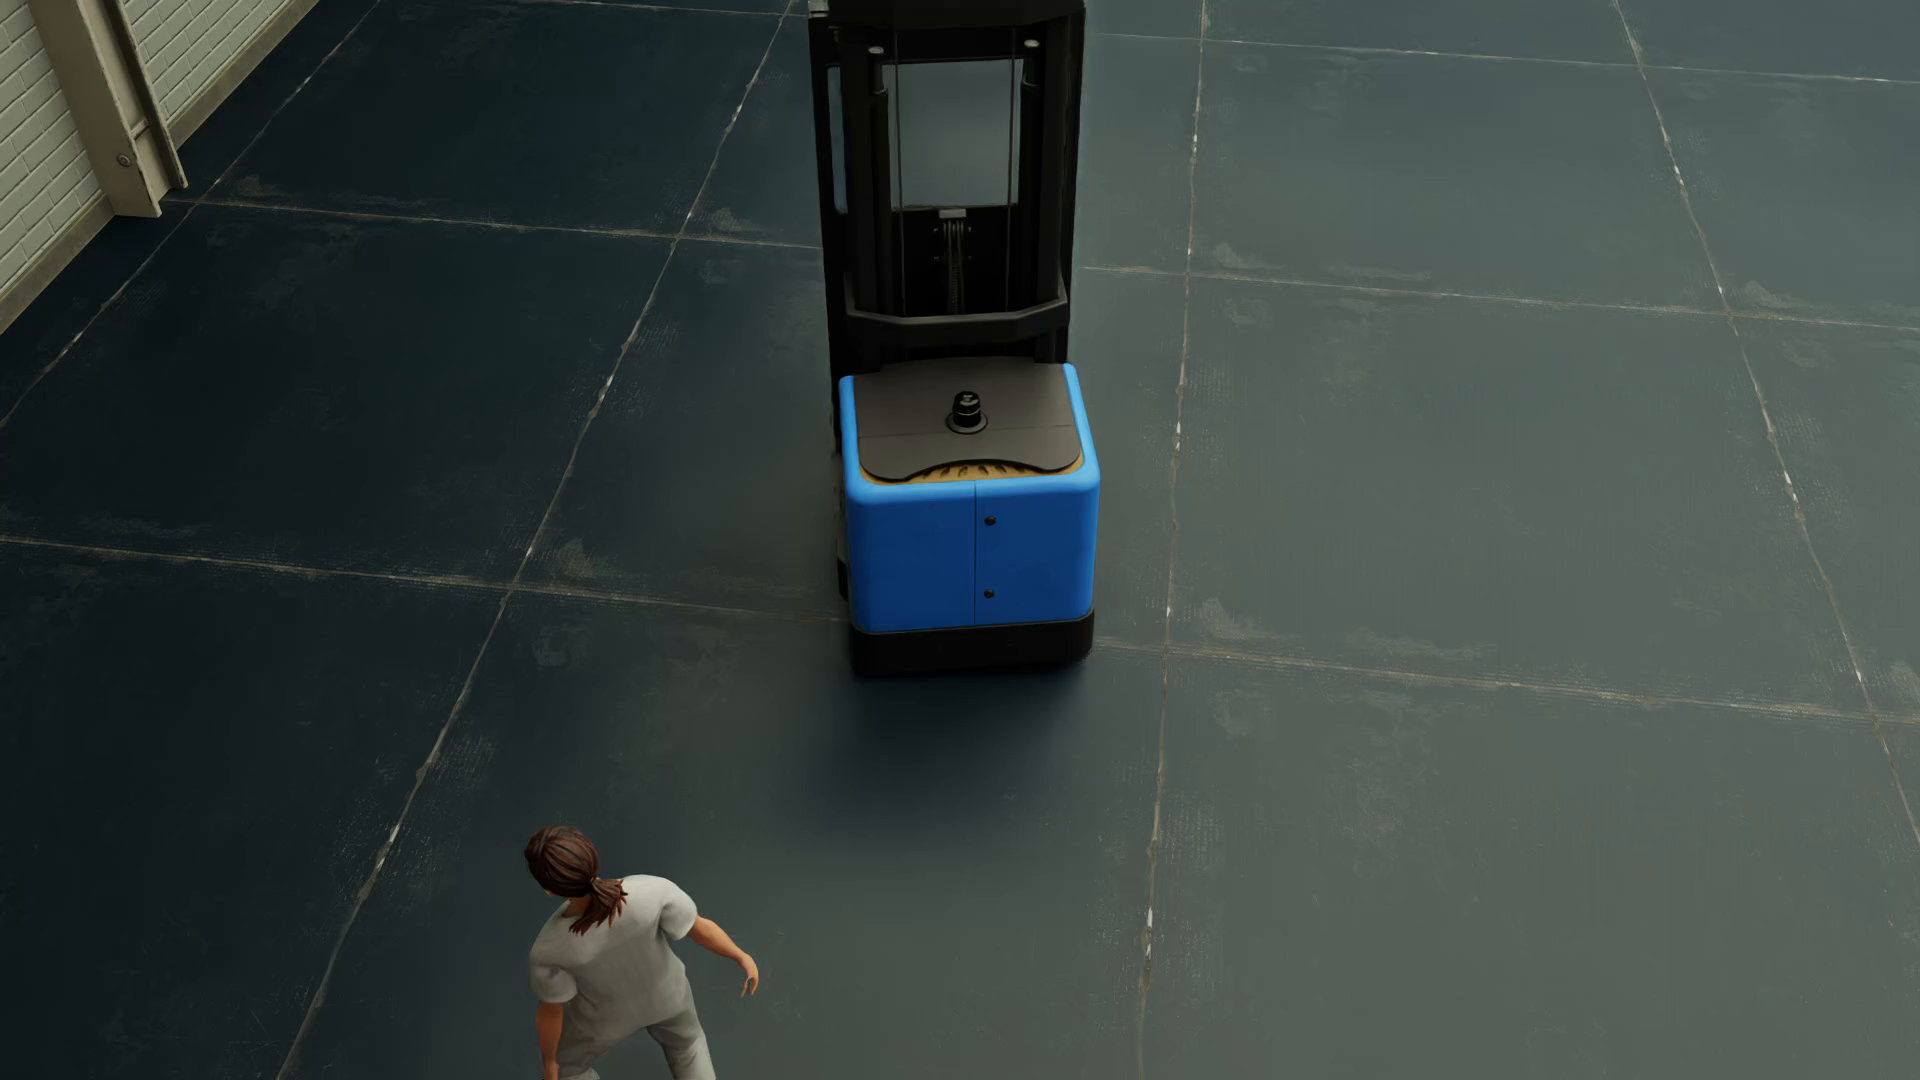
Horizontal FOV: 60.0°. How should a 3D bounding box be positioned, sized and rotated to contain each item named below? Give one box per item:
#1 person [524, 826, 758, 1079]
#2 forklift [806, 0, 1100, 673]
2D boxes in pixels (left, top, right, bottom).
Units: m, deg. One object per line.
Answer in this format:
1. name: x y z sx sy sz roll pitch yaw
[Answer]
1. person: -1.006 1.472 5.132 0.801 1.651 0.463 -19 46 -19
2. forklift: -0.077 -1.499 7.357 1.130 2.935 3.031 -4 43 -4
